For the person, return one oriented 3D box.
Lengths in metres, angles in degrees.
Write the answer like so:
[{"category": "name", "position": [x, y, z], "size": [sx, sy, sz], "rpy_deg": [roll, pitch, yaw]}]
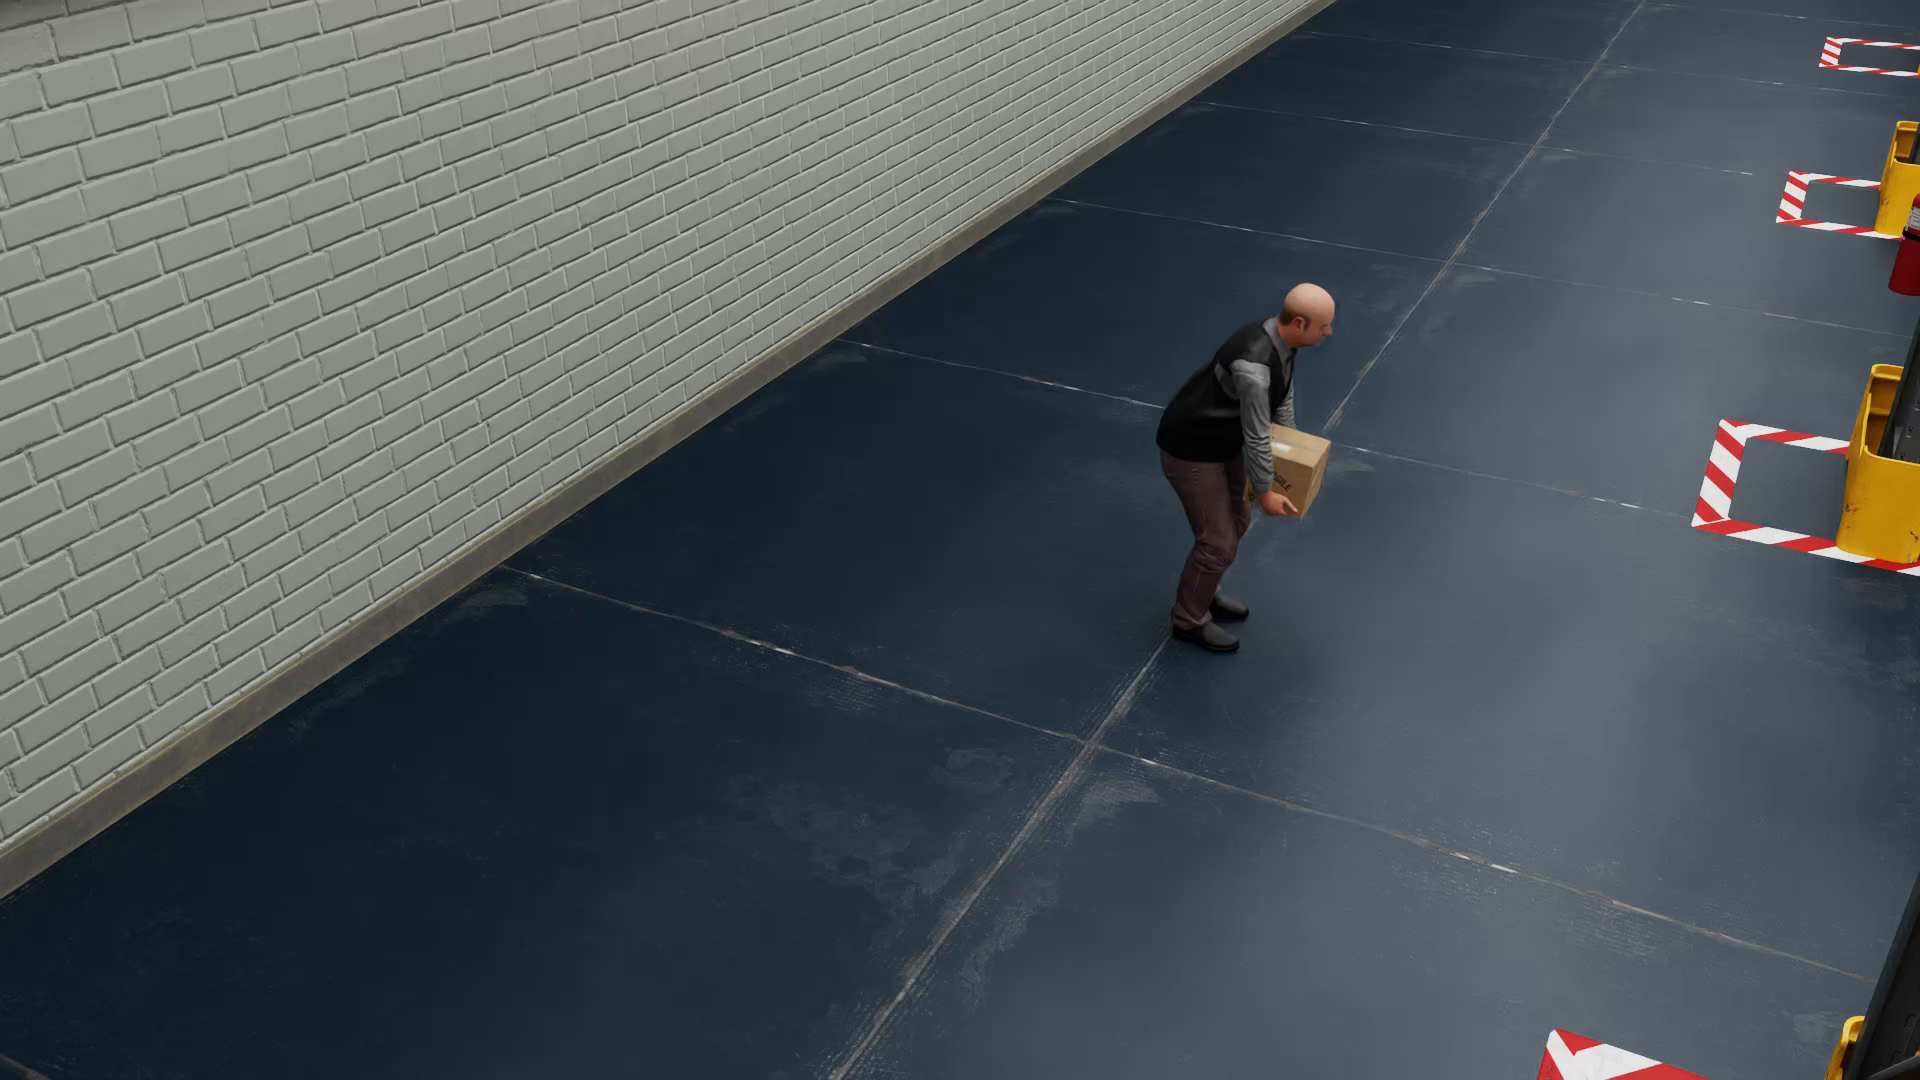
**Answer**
[{"category": "person", "position": [1.137, -0.317, 6.818], "size": [0.644, 1.616, 0.473], "rpy_deg": [14, 33, 22]}]
